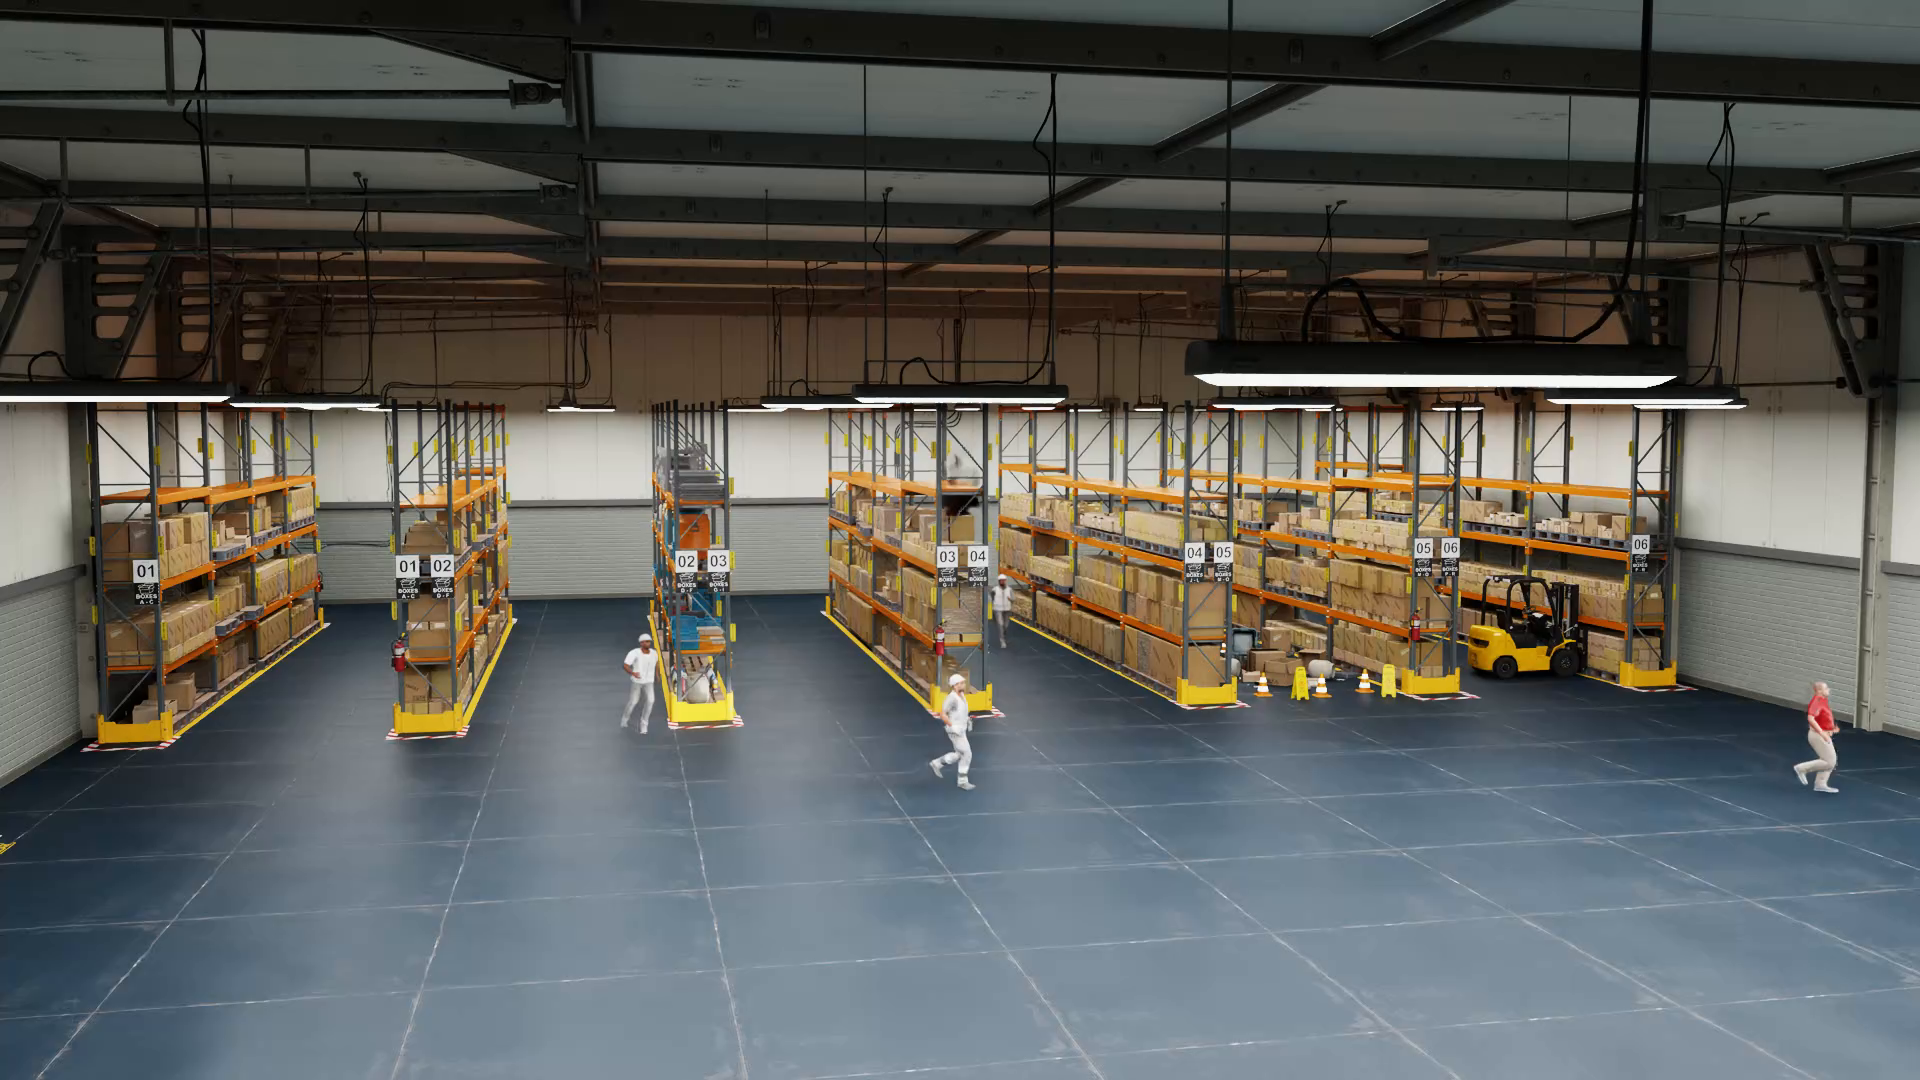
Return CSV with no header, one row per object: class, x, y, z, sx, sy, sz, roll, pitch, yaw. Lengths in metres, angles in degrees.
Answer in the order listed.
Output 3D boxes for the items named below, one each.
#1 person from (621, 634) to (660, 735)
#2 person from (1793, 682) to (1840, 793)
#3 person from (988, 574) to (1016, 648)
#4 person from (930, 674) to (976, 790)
person,-5.743,2.592,30.125,0.762,1.793,0.740,-3,5,-34
person,12.993,2.983,25.205,0.619,1.678,0.679,2,5,25
person,1.045,1.725,40.981,0.655,1.761,0.966,-1,4,-14
person,-0.117,2.930,25.530,0.767,1.760,0.678,1,4,16
